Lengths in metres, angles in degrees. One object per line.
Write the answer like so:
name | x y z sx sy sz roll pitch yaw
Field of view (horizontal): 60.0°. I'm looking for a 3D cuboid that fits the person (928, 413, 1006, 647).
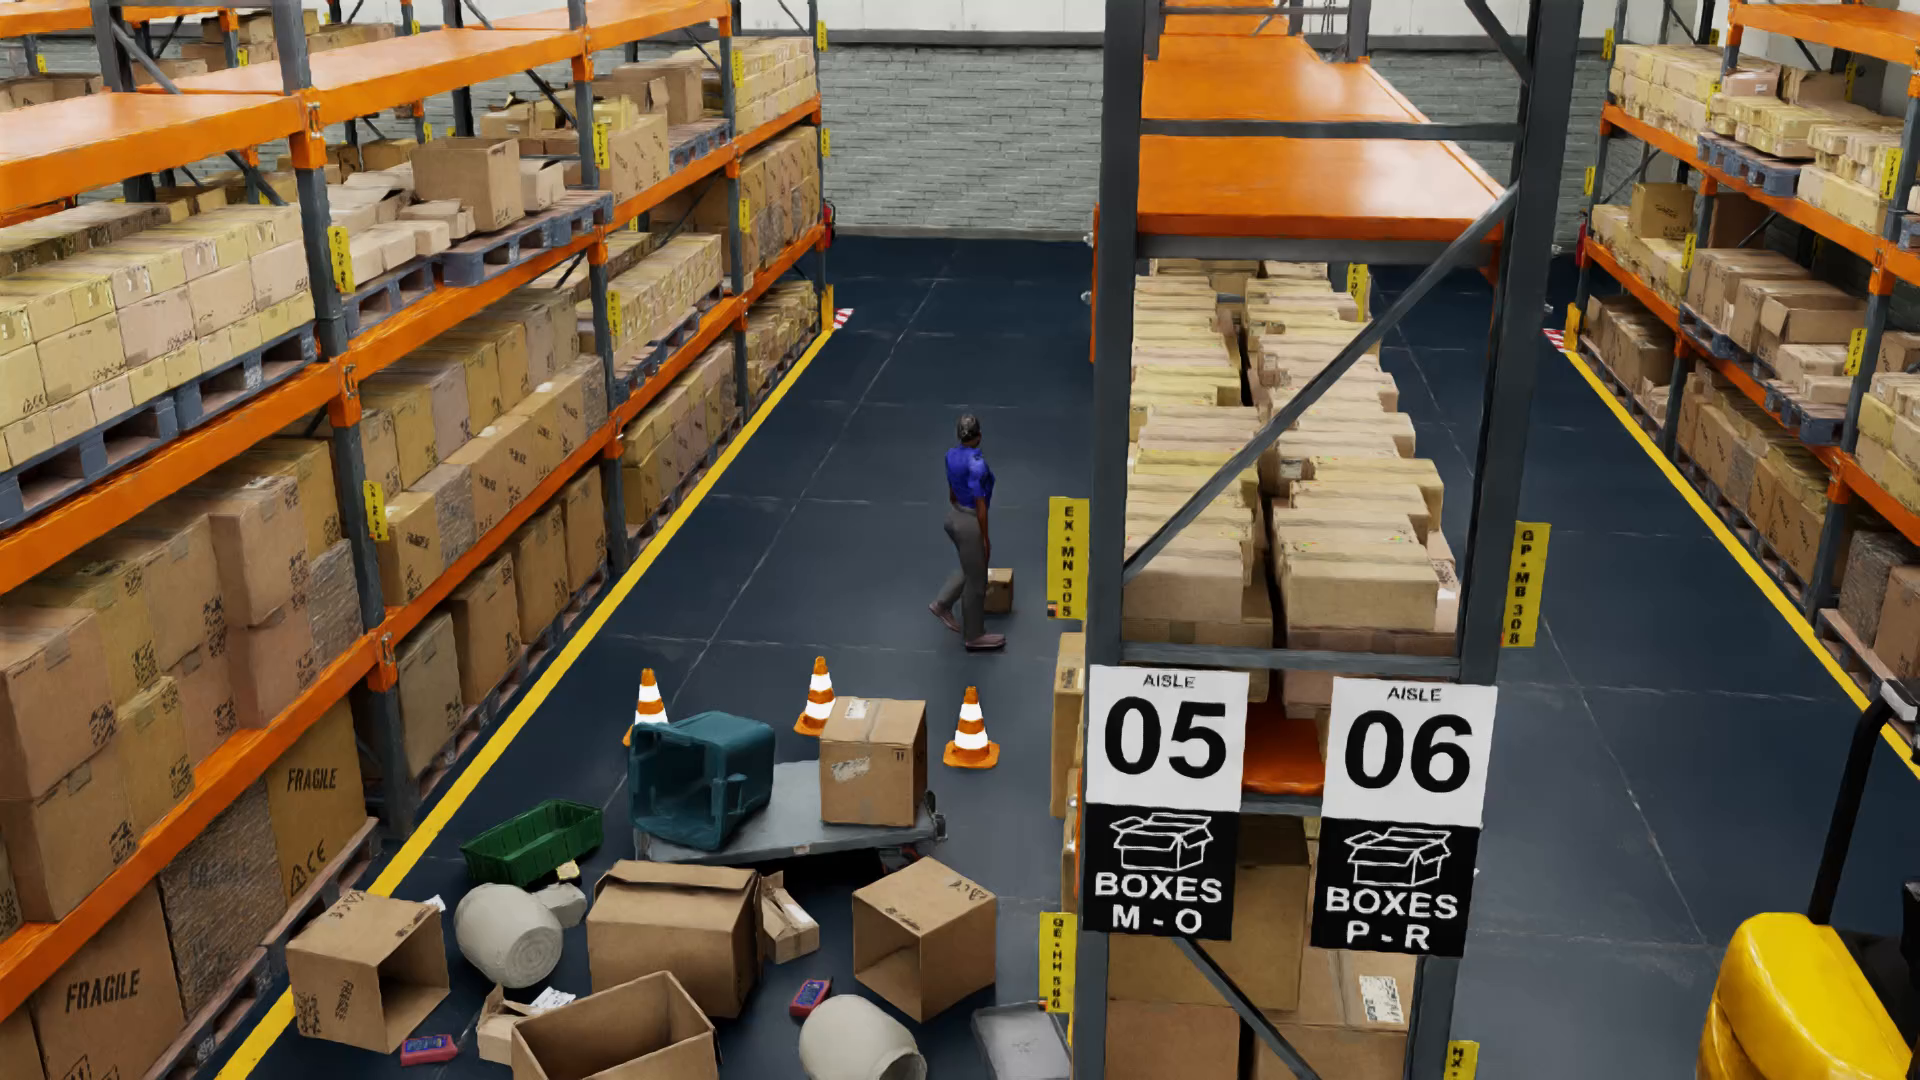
person | 0.033 -0.070 11.646 0.477 1.639 0.561 -10 23 -24
